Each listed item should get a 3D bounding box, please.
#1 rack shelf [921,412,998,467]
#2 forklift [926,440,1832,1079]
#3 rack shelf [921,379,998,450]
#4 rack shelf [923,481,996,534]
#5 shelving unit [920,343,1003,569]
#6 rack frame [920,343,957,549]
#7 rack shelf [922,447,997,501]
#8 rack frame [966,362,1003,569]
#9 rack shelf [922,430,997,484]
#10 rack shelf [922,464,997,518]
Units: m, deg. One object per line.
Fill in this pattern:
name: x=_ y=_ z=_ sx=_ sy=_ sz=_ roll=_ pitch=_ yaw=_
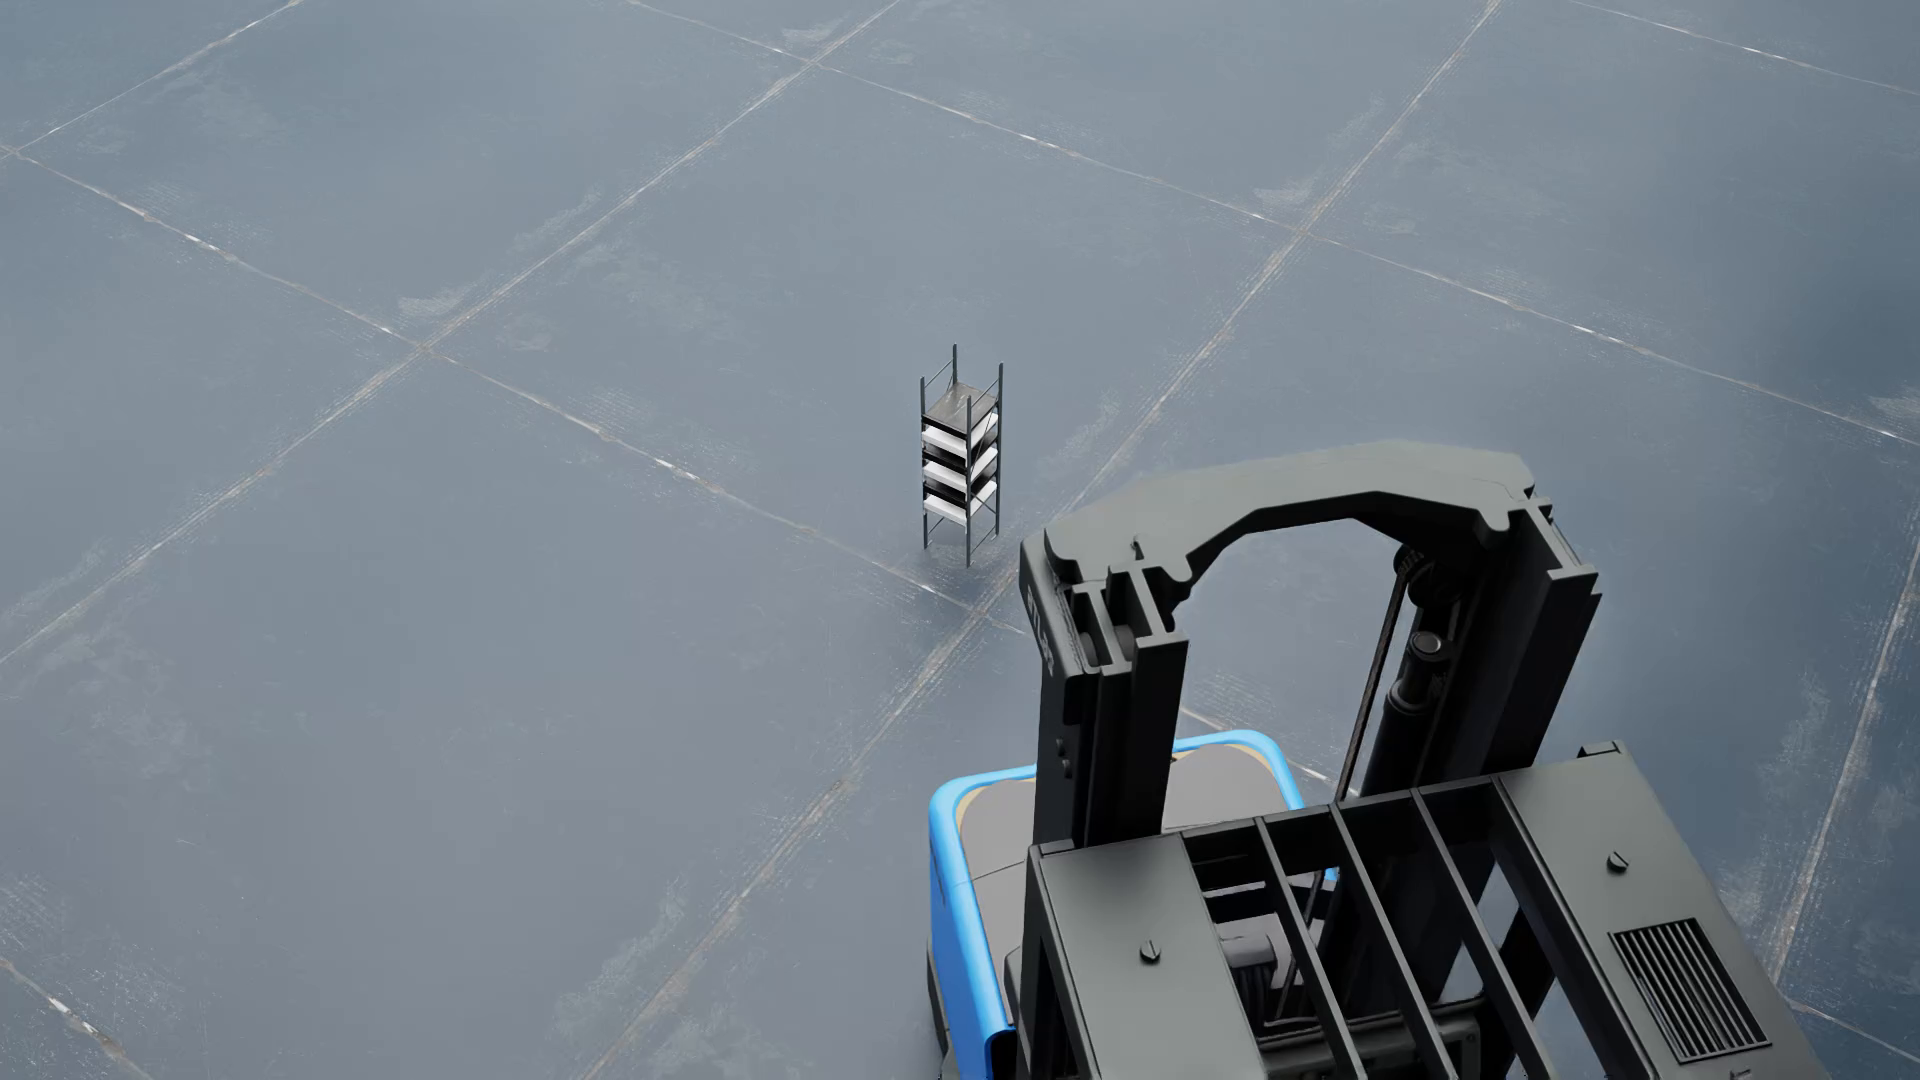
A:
rack shelf: x=0.007 y=-0.413 z=6.319 sx=0.200 sy=0.077 sz=0.258 roll=25 pitch=51 yaw=22
forklift: x=0.706 y=1.362 z=3.383 sx=1.130 sy=2.935 sz=3.031 roll=-9 pitch=46 yaw=-8
rack shelf: x=0.007 y=-0.475 z=6.254 sx=0.200 sy=0.077 sz=0.258 roll=25 pitch=51 yaw=22
rack shelf: x=0.007 y=-0.162 z=6.577 sx=0.200 sy=0.077 sz=0.258 roll=25 pitch=51 yaw=22
shelving unit: x=0.007 y=-0.310 z=6.424 sx=0.210 sy=0.900 sz=0.258 roll=25 pitch=51 yaw=22
rack frame: x=-0.079 y=-0.350 z=6.462 sx=0.006 sy=0.900 sz=0.240 roll=25 pitch=51 yaw=22
rack shelf: x=0.007 y=-0.287 z=6.448 sx=0.200 sy=0.077 sz=0.258 roll=25 pitch=51 yaw=22
rack frame: x=0.092 y=-0.271 z=6.386 sx=0.006 sy=0.900 sz=0.240 roll=25 pitch=51 yaw=22
rack shelf: x=0.007 y=-0.350 z=6.384 sx=0.200 sy=0.077 sz=0.258 roll=25 pitch=51 yaw=22
rack shelf: x=0.007 y=-0.225 z=6.513 sx=0.200 sy=0.077 sz=0.258 roll=25 pitch=51 yaw=22
